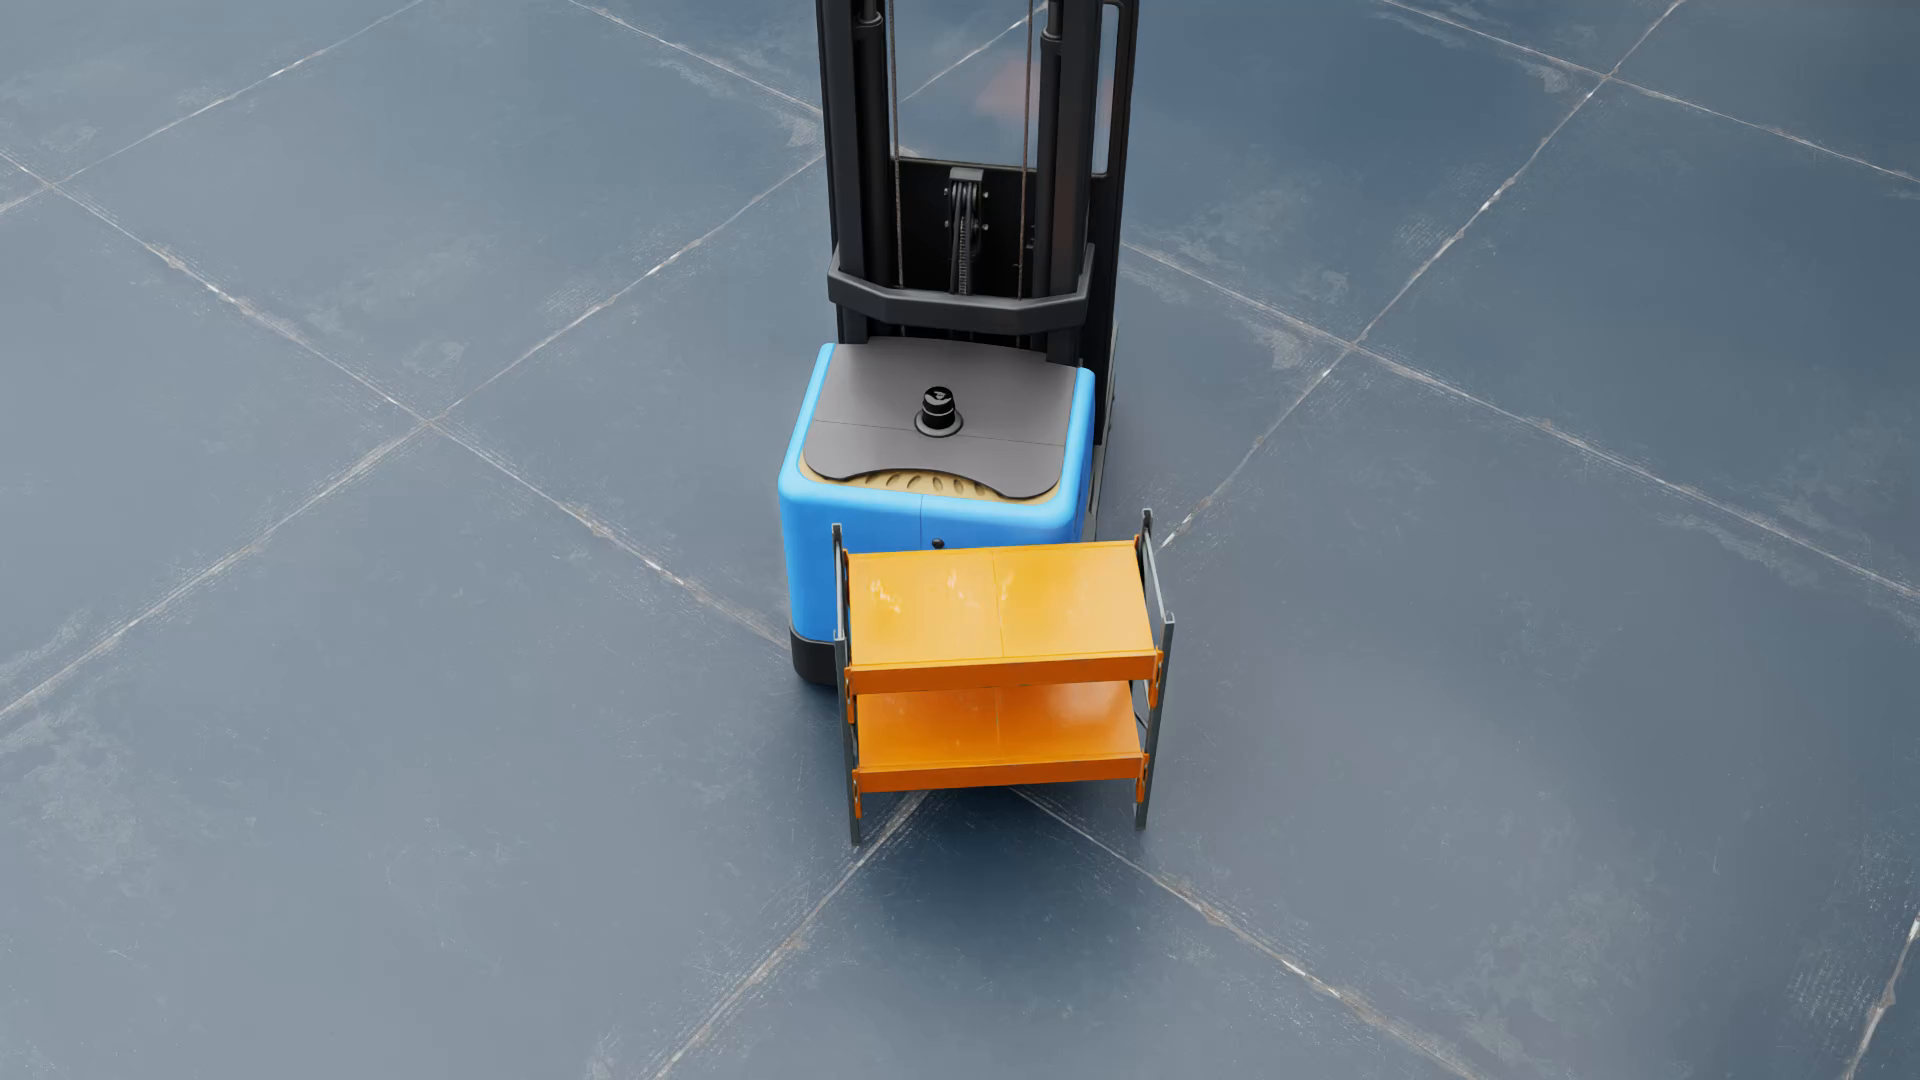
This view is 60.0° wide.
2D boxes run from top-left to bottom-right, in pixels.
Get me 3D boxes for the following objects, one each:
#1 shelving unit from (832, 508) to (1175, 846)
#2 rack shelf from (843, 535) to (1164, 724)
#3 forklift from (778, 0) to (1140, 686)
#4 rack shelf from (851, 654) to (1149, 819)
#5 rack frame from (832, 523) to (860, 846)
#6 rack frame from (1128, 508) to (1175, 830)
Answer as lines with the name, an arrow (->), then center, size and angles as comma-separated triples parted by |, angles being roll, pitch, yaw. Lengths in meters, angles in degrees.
shelving unit -> 0.122, 0.489, 5.670 | 1.048, 1.125, 0.538 | -3, 46, -3
rack shelf -> 0.122, 0.287, 5.458 | 1.000, 0.278, 0.538 | -3, 46, -3
forklift -> 0.094, -1.458, 6.281 | 1.130, 2.935, 3.031 | 6, 47, 6
rack shelf -> 0.122, 0.658, 5.847 | 1.000, 0.278, 0.538 | -3, 46, -3
rack frame -> -0.385, 0.514, 5.646 | 0.032, 1.125, 0.500 | -3, 46, -3
rack frame -> 0.629, 0.464, 5.693 | 0.032, 1.125, 0.500 | -3, 46, -3
